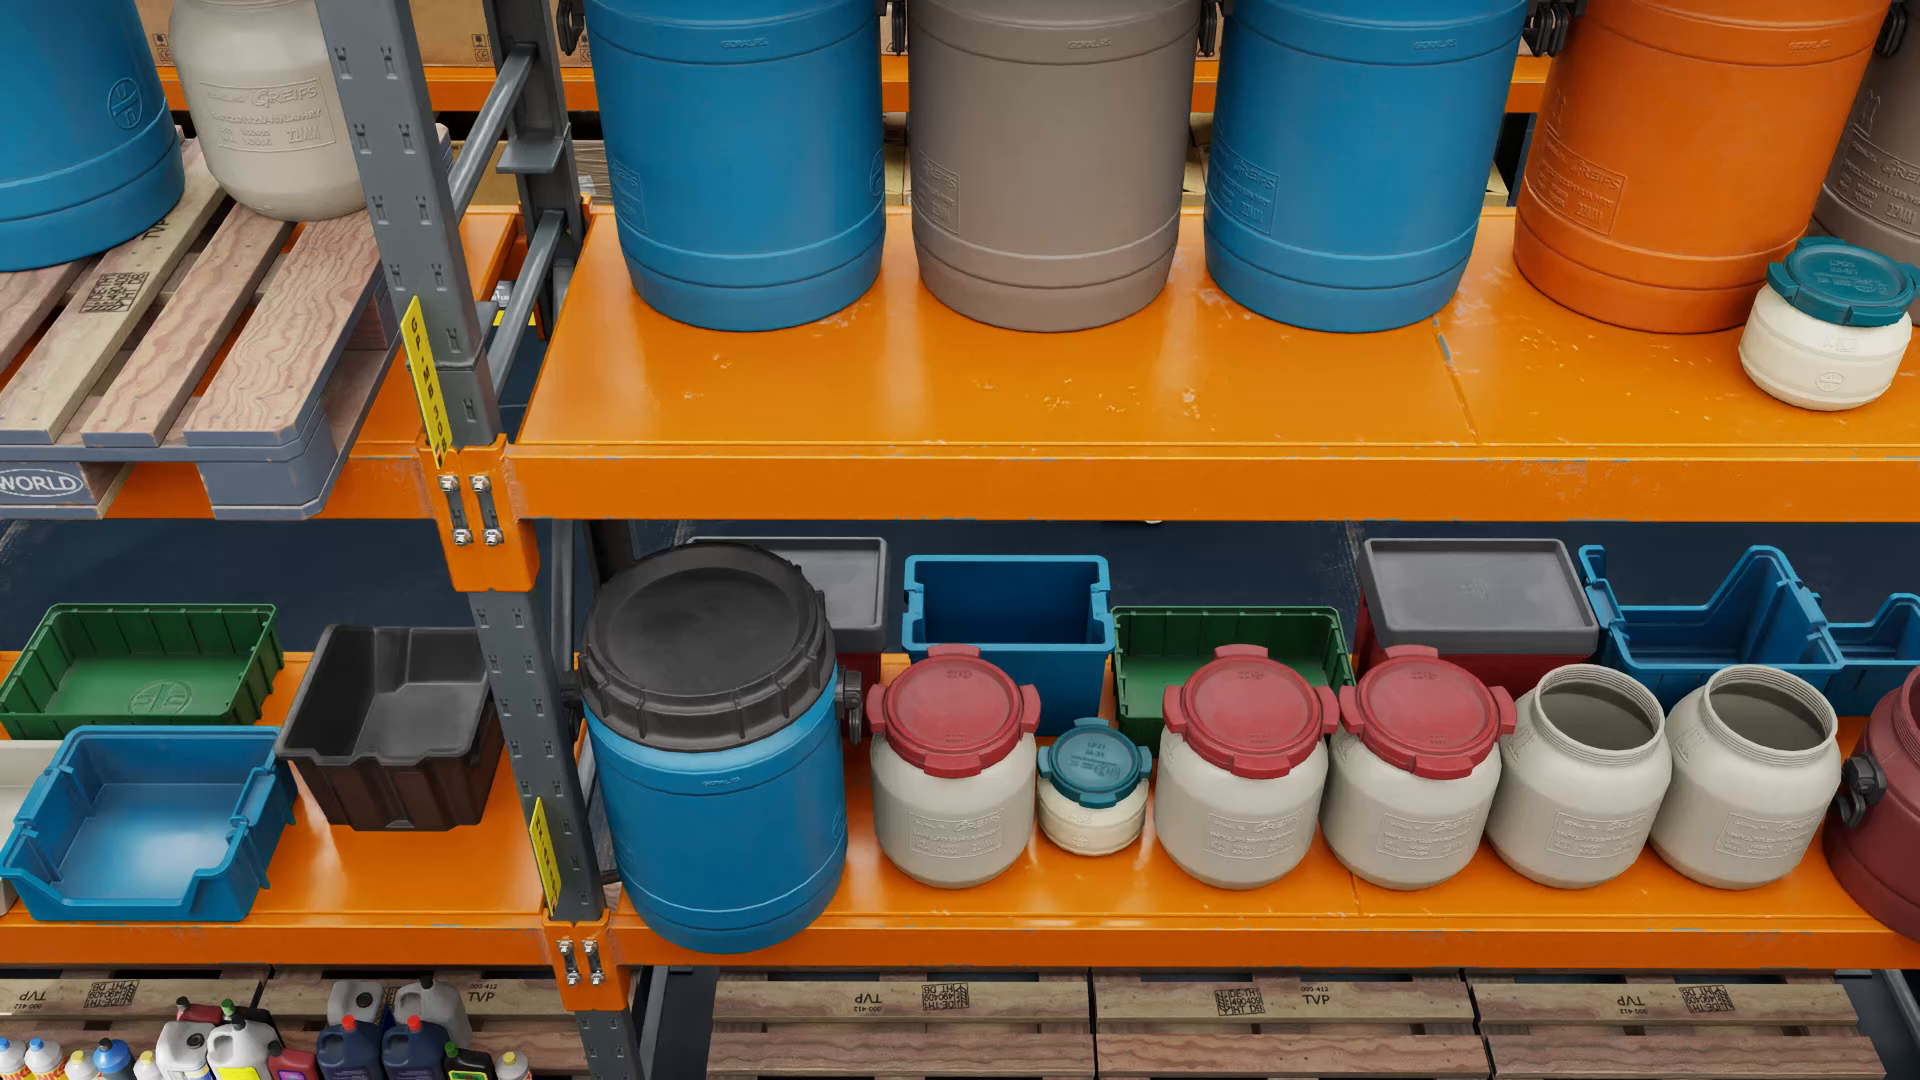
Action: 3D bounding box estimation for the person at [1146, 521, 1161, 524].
[{"bbox_3d":[0.725,-0.739,7.041,0.478,1.593,0.367,-1,40,-1],"label":"person"}]
